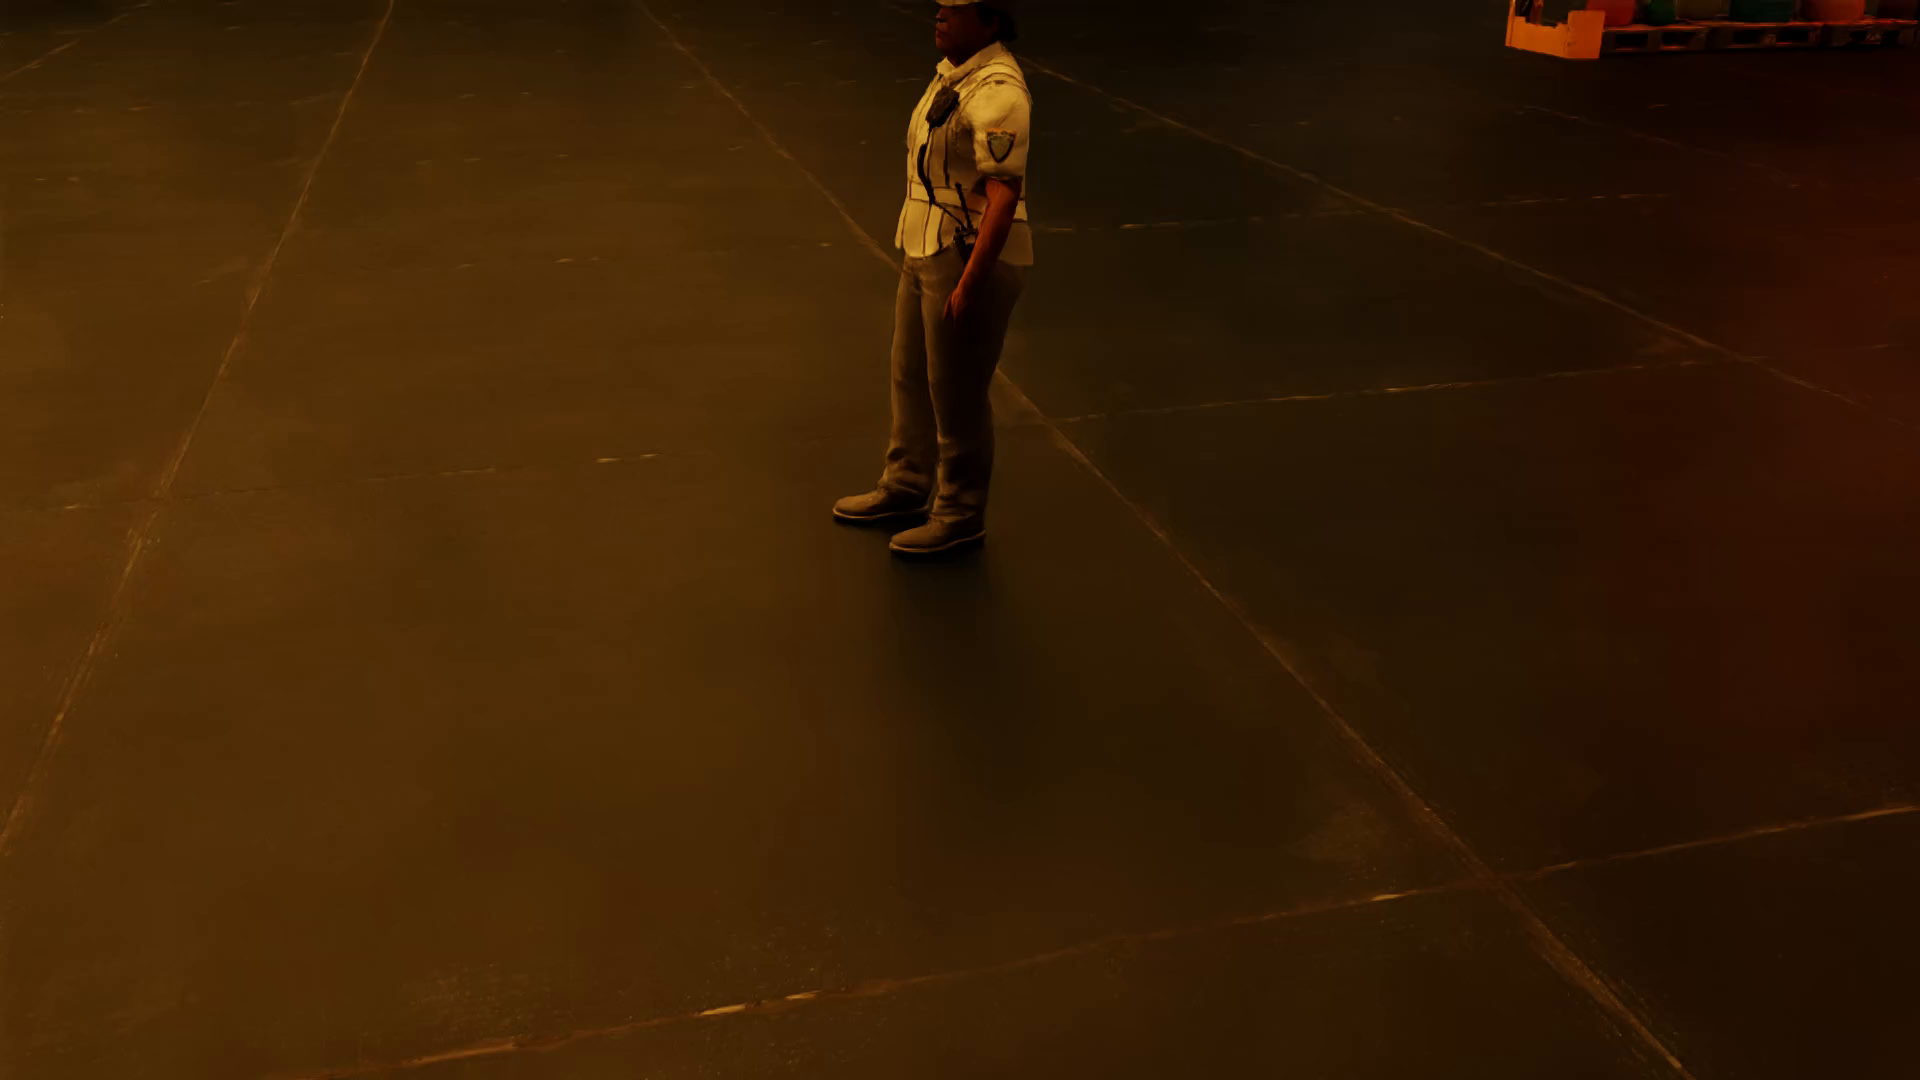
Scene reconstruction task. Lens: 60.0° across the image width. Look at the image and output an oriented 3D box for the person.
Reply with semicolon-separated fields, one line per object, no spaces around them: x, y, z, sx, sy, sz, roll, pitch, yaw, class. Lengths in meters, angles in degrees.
-0.080;-0.774;4.725;0.529;1.669;0.598;-6;24;-14;person
